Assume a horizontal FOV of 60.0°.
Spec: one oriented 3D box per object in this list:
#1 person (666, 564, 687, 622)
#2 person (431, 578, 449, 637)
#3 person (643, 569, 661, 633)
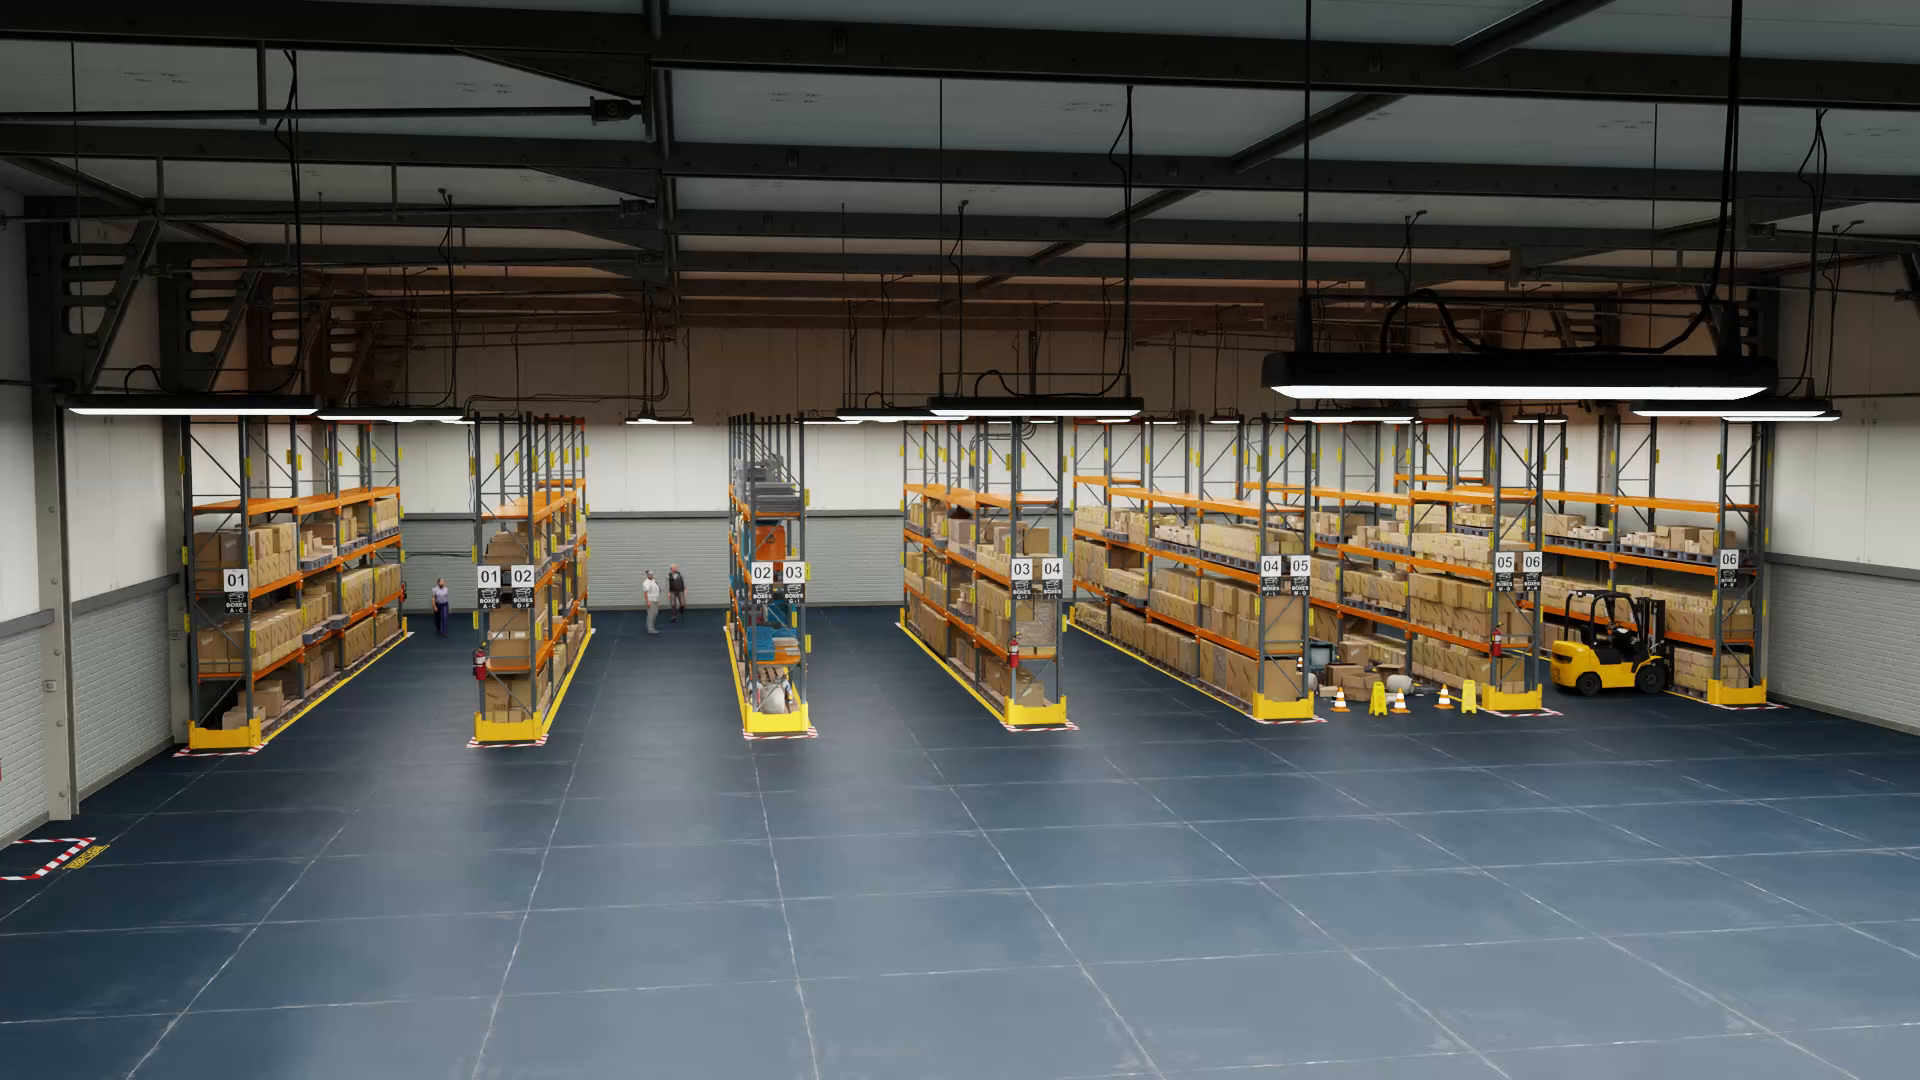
[{"bbox_3d":[-8.342,1.579,48.944,0.614,1.746,0.483,-1,4,-16],"label":"person"},{"bbox_3d":[-14.185,1.835,45.405,0.460,1.602,0.950,-1,4,-14],"label":"person"},{"bbox_3d":[-8.554,1.711,46.223,0.422,1.813,0.562,0,4,7],"label":"person"}]
